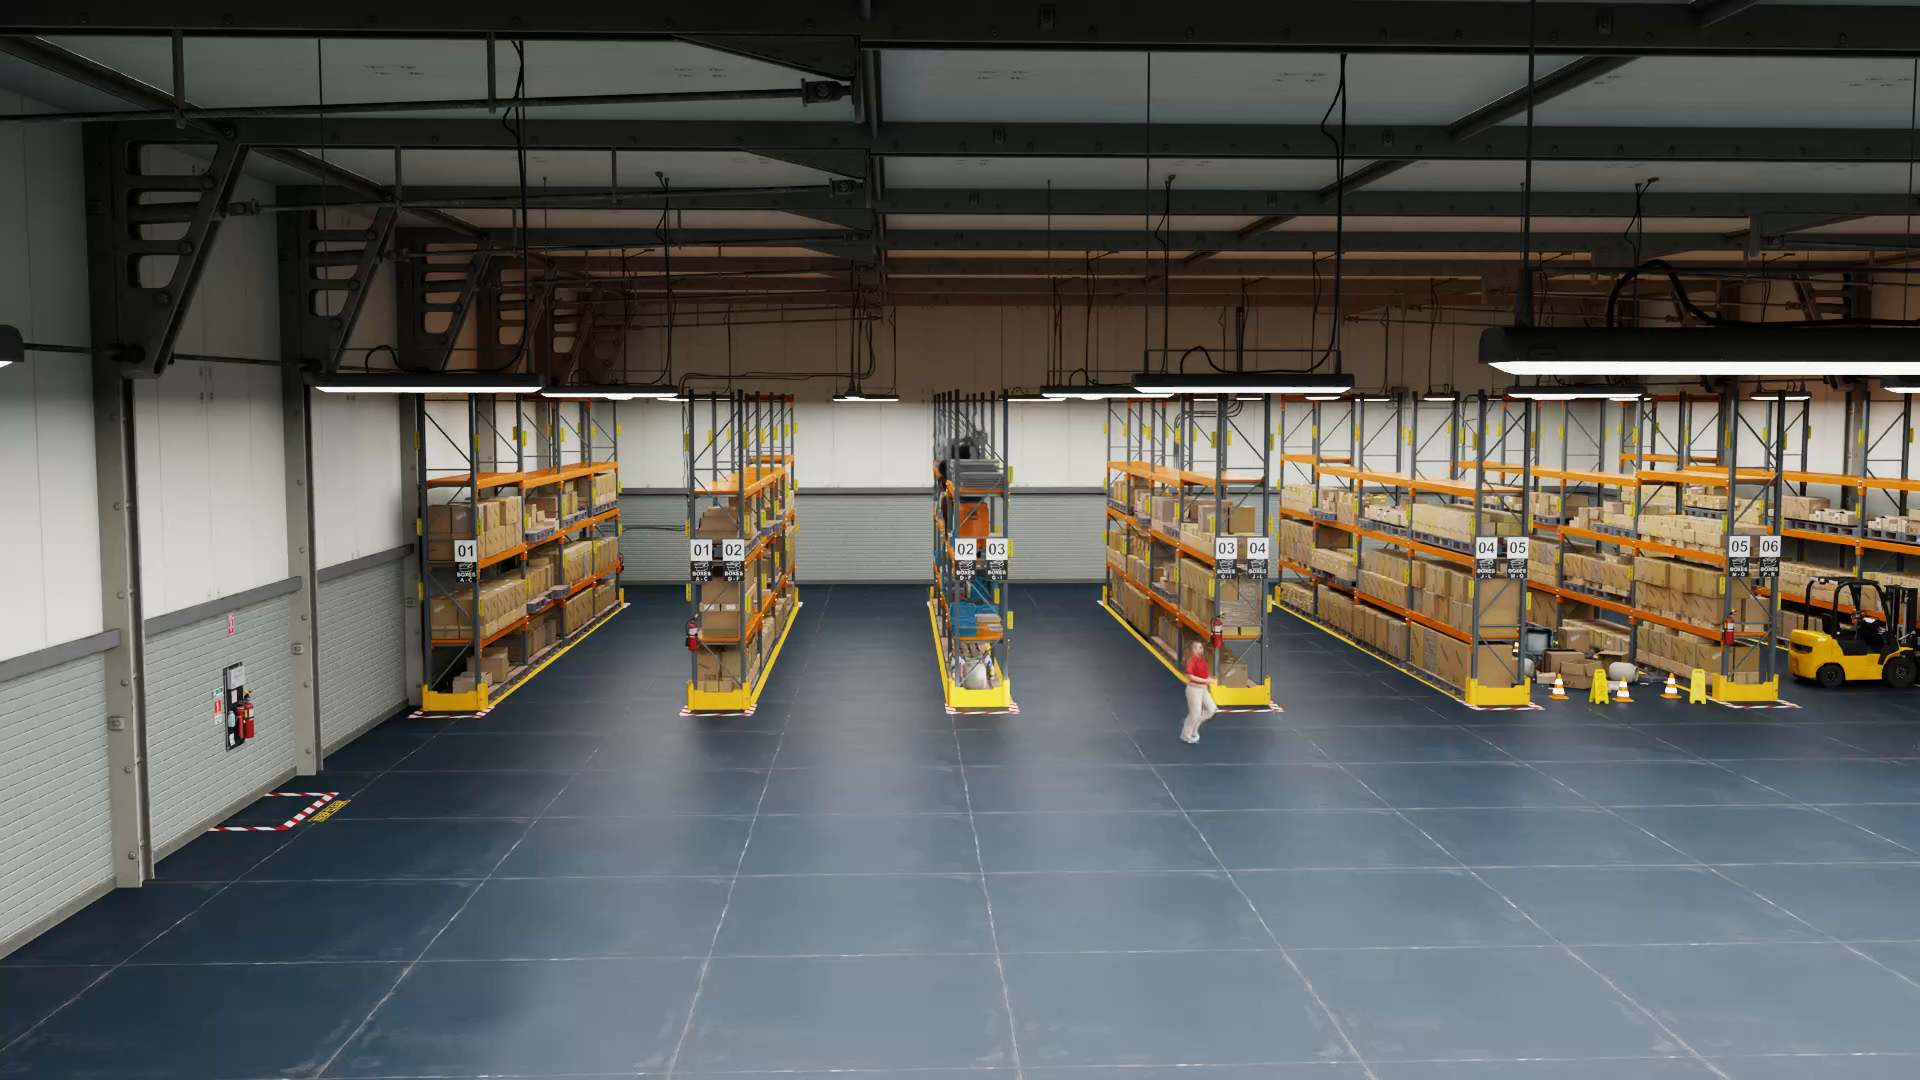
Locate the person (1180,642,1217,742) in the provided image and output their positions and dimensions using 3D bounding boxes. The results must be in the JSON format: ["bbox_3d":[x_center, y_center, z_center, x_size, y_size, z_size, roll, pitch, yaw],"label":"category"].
[{"bbox_3d":[4.051,2.574,28.101,0.651,1.710,0.686,3,5,30],"label":"person"}]

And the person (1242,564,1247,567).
[{"bbox_3d":[7.871,1.000,47.607,0.759,1.730,0.804,3,5,31],"label":"person"}]
